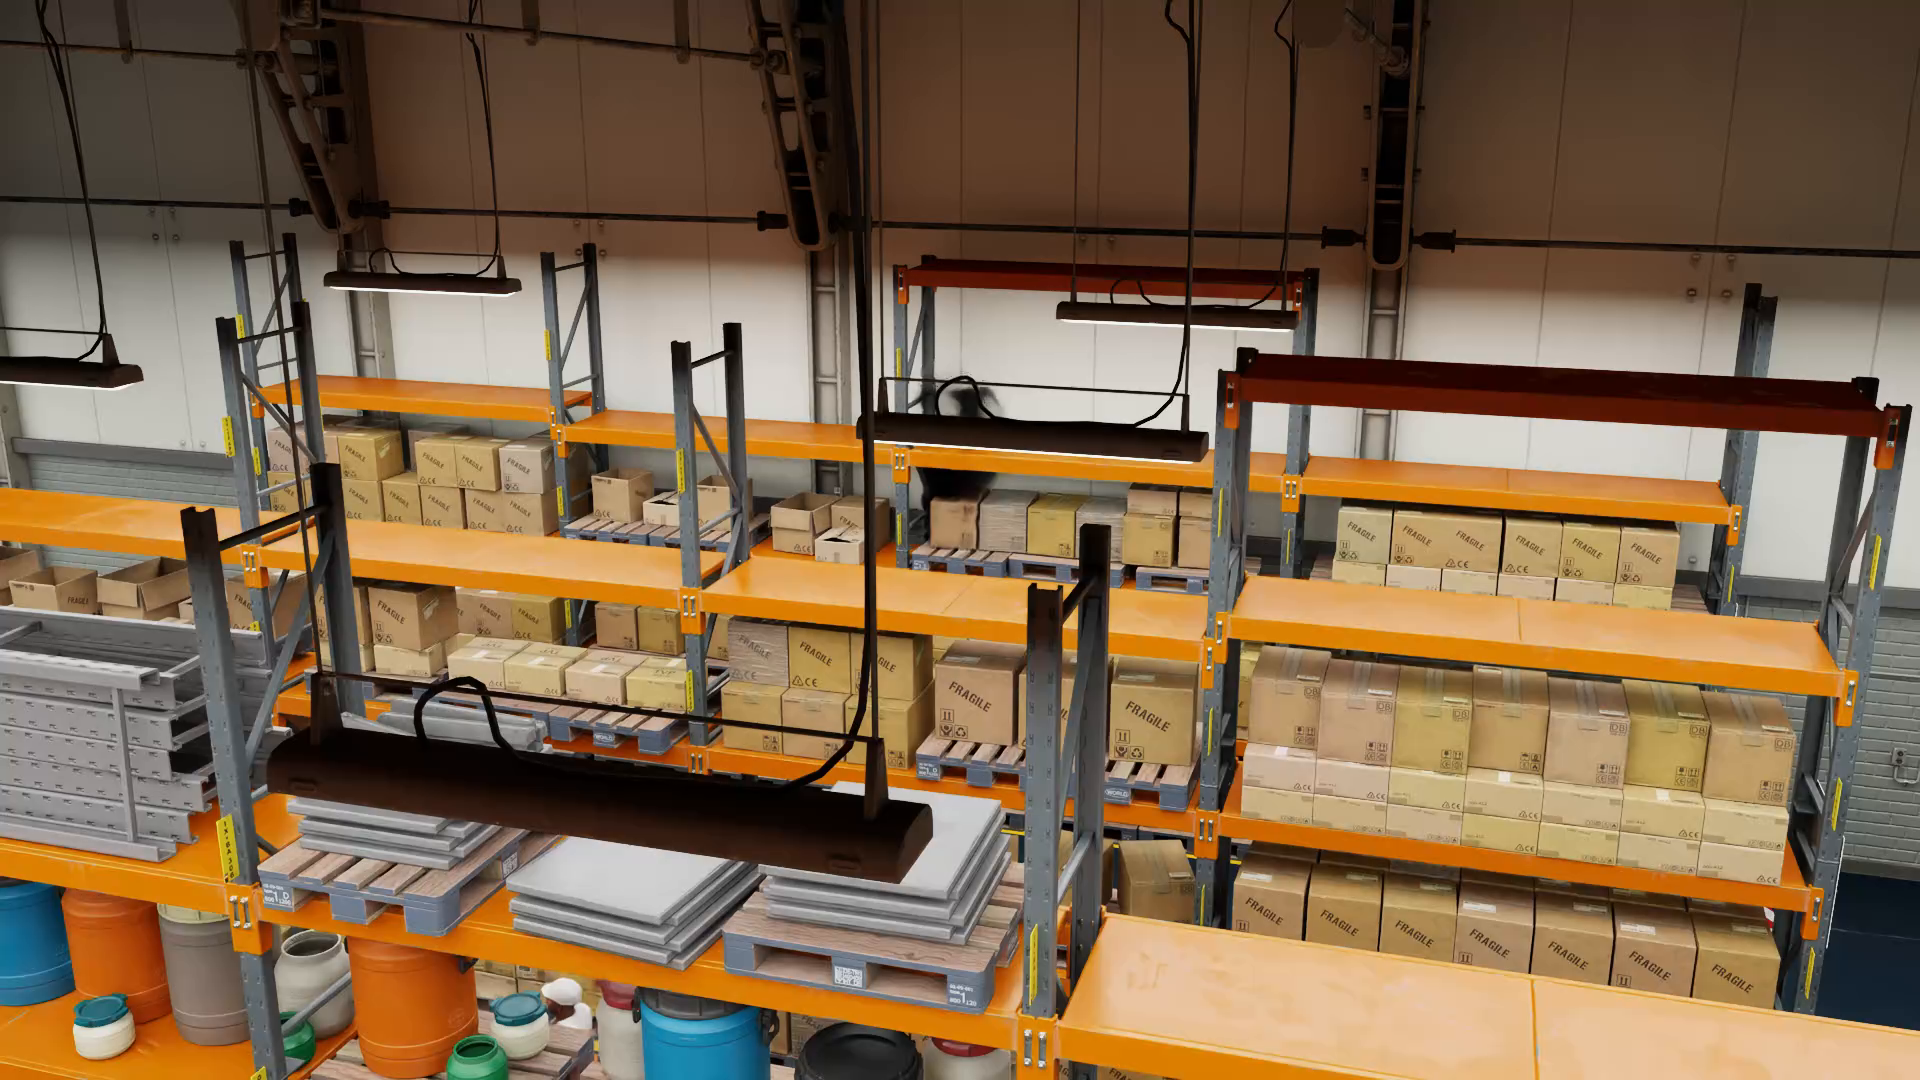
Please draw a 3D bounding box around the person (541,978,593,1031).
[{"bbox_3d":[-2.868,3.943,11.930,0.661,1.783,0.676,3,16,10],"label":"person"}]
